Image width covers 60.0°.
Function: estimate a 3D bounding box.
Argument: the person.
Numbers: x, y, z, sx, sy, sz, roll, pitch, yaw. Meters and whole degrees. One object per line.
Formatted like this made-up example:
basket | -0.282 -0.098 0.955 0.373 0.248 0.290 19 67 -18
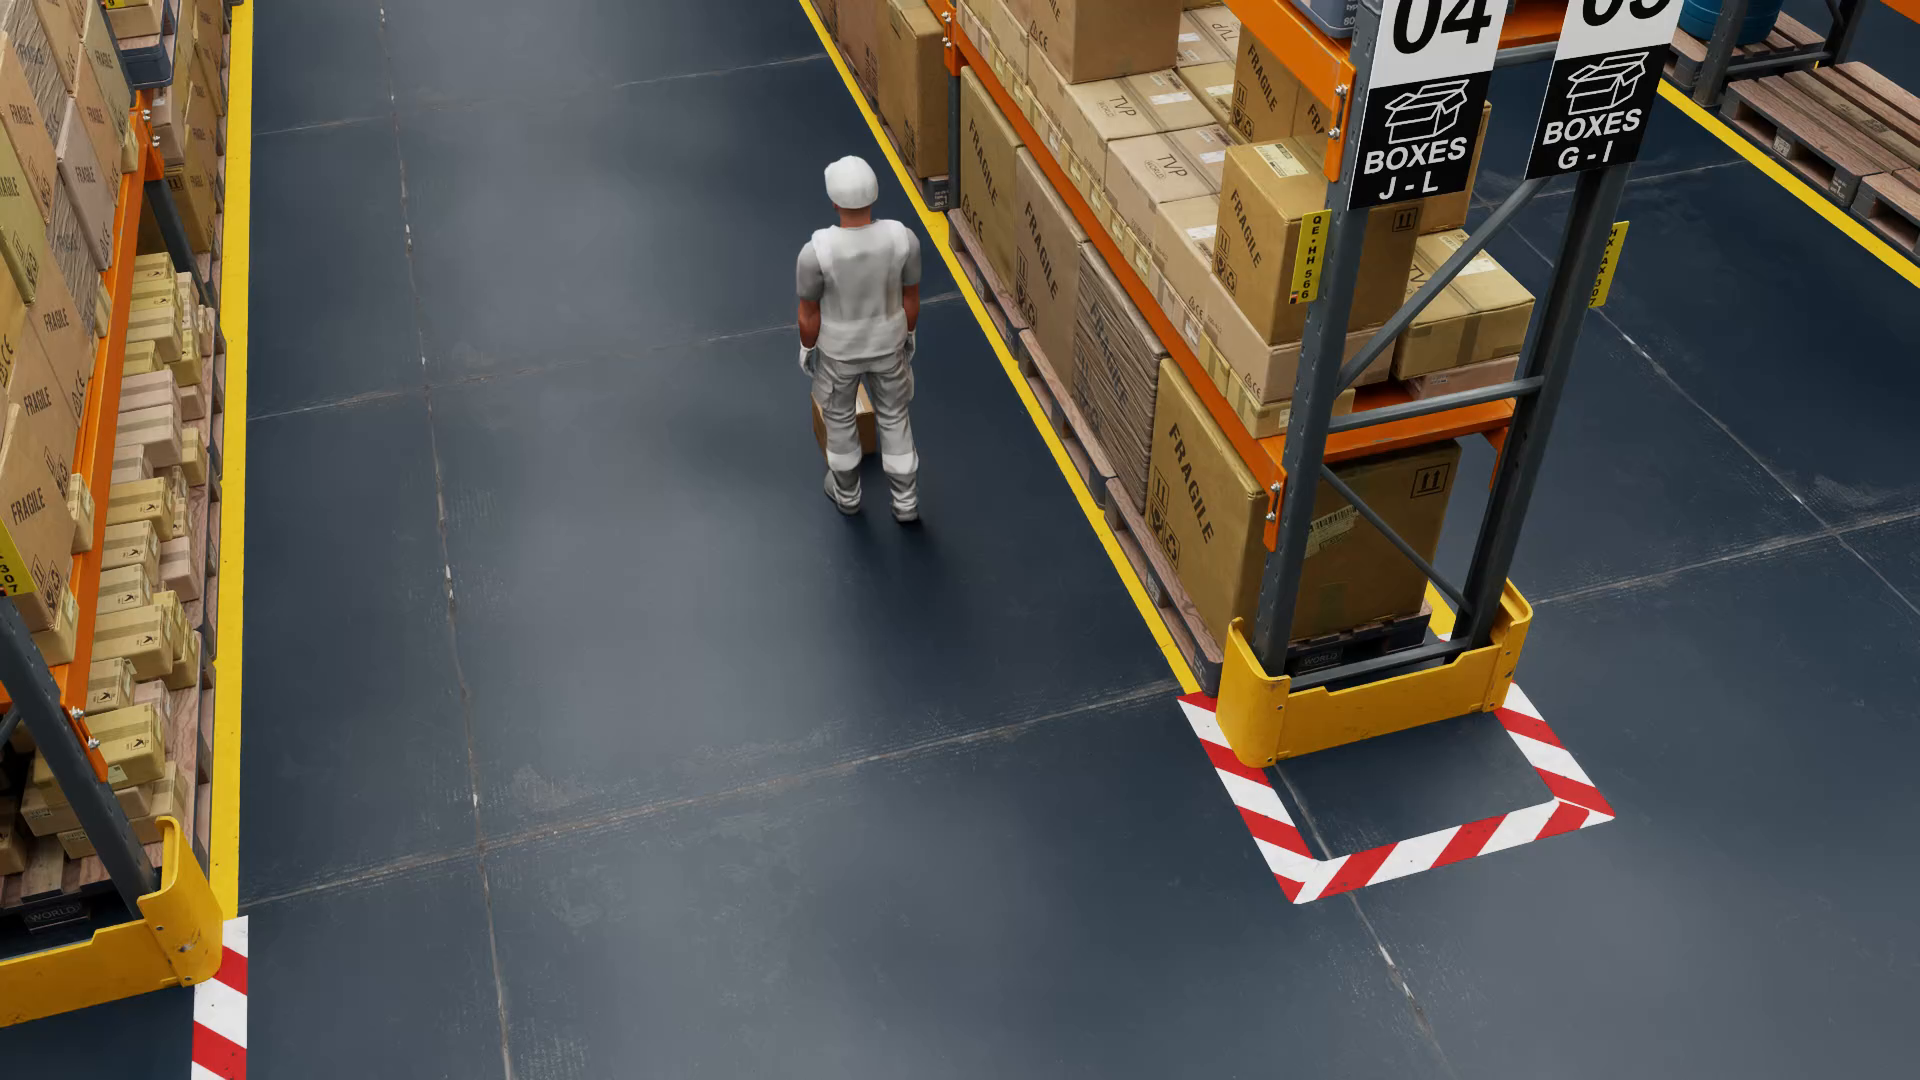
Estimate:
person | -0.427 -0.809 7.105 0.524 1.866 0.448 -11 43 -12
